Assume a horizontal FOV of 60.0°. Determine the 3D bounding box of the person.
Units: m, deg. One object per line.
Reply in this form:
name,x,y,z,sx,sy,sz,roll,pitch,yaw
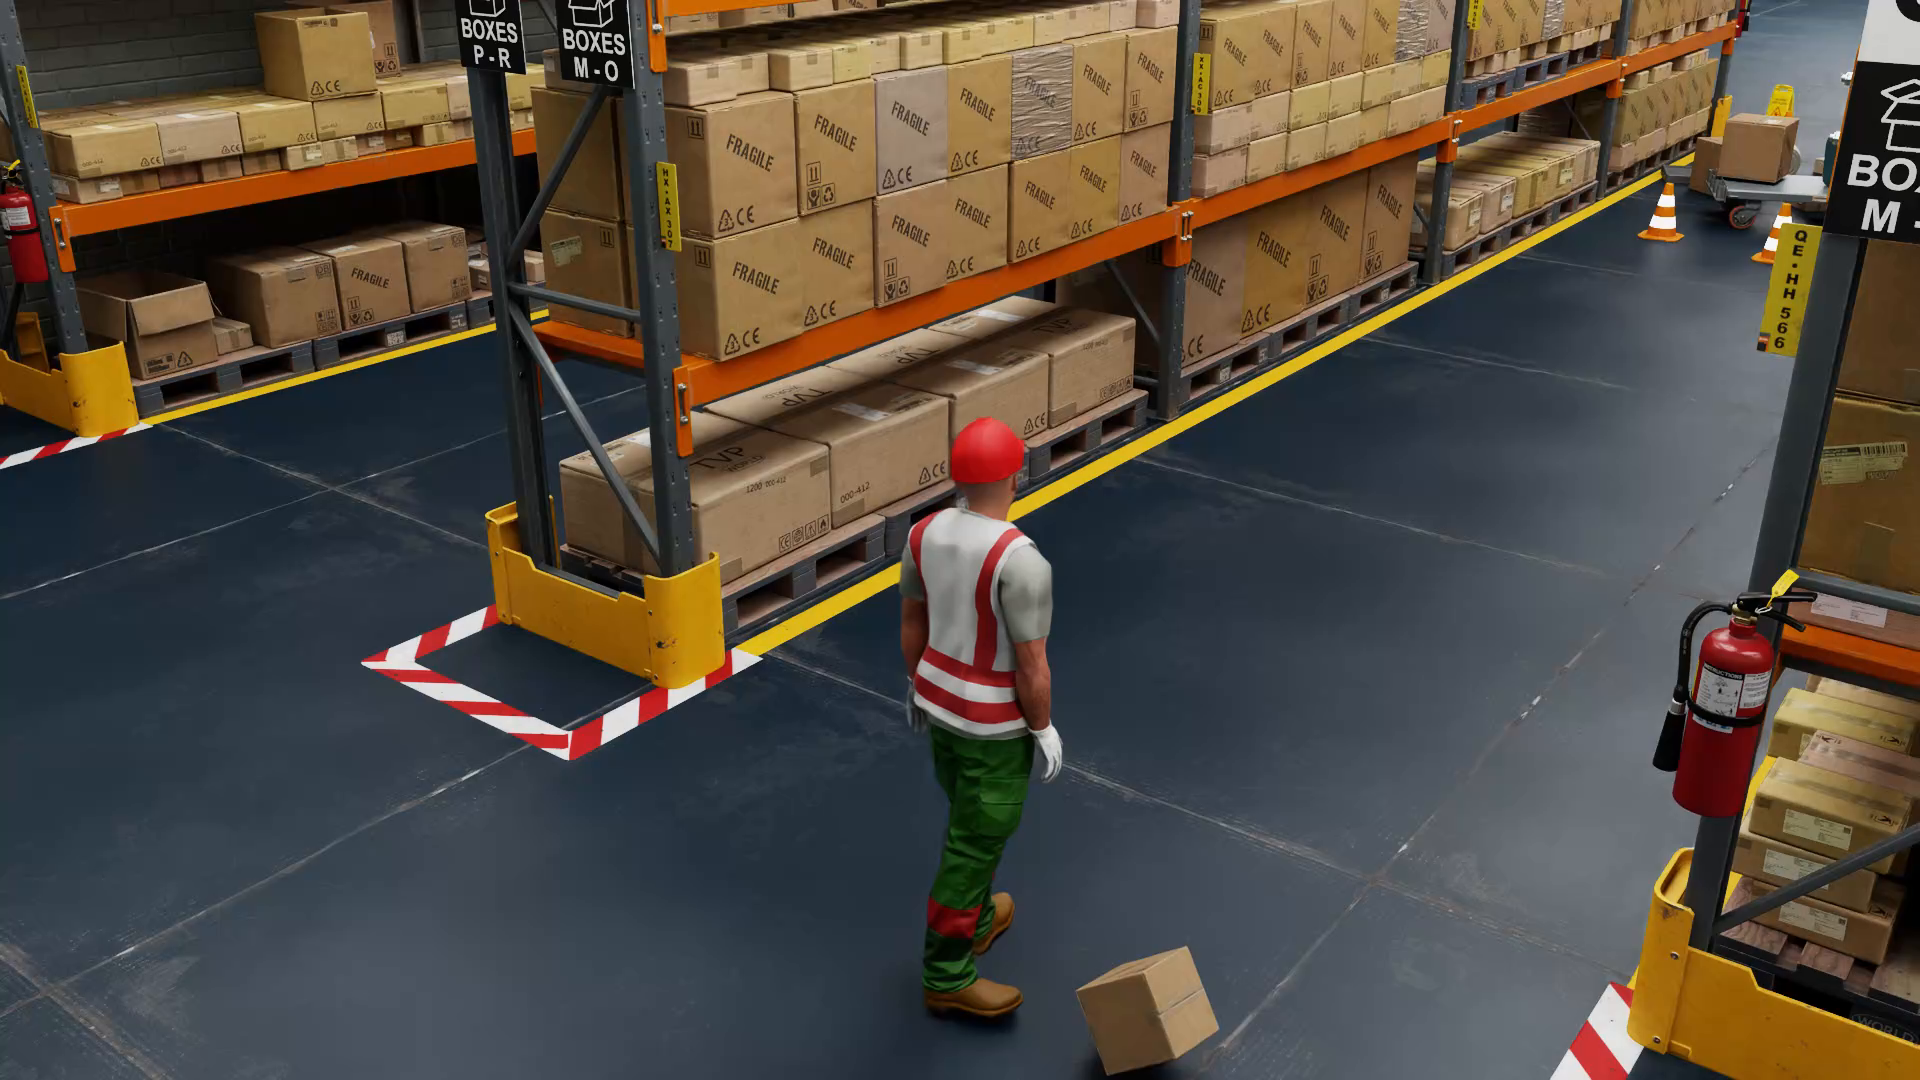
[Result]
person,0.053,0.512,4.875,0.558,1.791,0.573,-18,29,-36
